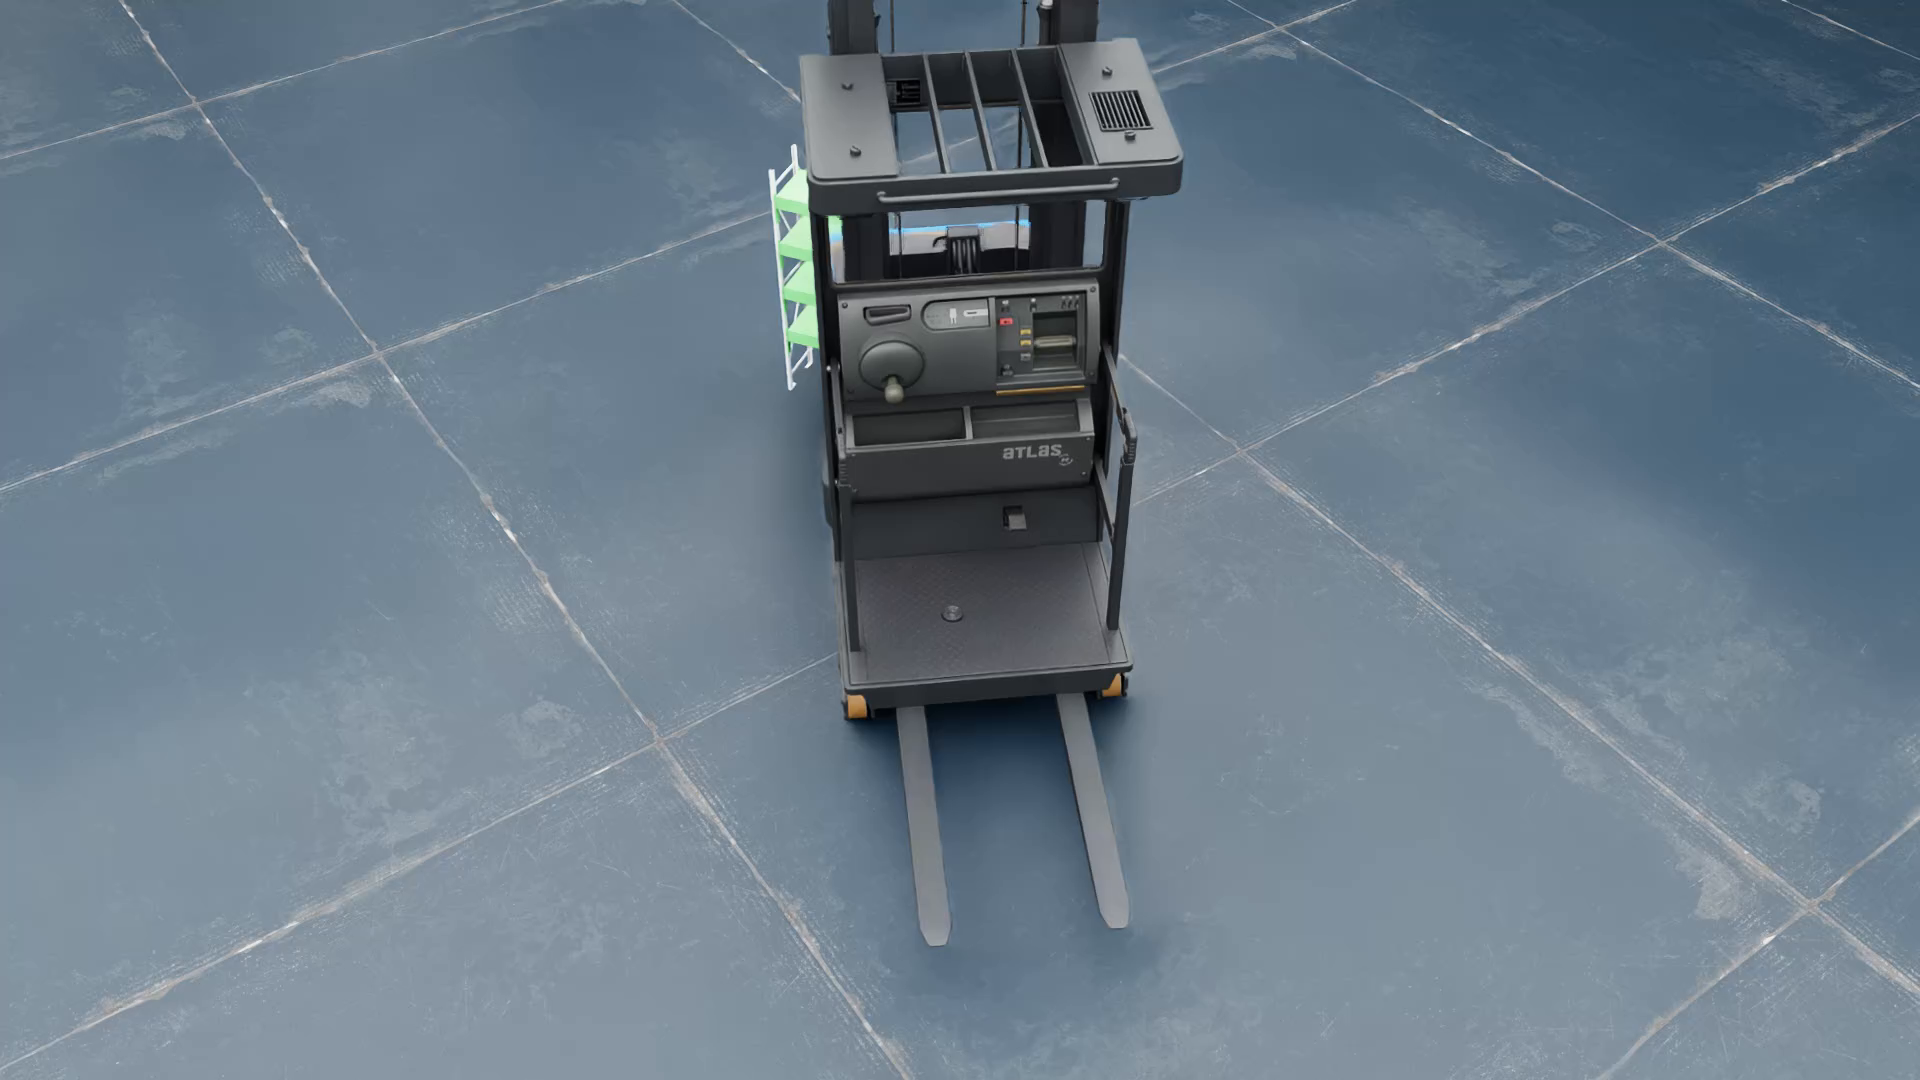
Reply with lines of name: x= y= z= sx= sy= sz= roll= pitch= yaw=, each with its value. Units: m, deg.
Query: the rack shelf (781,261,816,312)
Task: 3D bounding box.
rack shelf: x=-0.546 y=-1.122 z=7.640 sx=0.480 sy=0.148 sz=0.258 roll=16 pitch=46 yaw=16

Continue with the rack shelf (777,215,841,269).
rack shelf: x=-0.546 y=-1.296 z=7.474 sx=0.480 sy=0.148 sz=0.258 roll=16 pitch=46 yaw=16

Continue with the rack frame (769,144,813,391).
rack frame: x=-0.772 y=-1.231 z=7.662 sx=0.015 sy=1.200 sz=0.240 roll=16 pitch=46 yaw=16

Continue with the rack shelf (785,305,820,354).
rack shelf: x=-0.546 y=-0.948 z=7.806 sx=0.480 sy=0.148 sz=0.258 roll=16 pitch=46 yaw=16

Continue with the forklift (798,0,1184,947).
forklift: x=0.062 y=-0.617 z=5.764 sx=1.130 sy=2.935 sz=3.031 roll=-4 pitch=44 yaw=-5

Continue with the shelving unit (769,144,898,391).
shelving unit: x=-0.546 y=-1.168 z=7.596 sx=0.503 sy=1.200 sz=0.258 roll=16 pitch=46 yaw=16

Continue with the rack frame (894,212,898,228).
rack frame: x=-0.320 y=-1.105 z=7.530 sx=0.015 sy=1.200 sz=0.240 roll=16 pitch=46 yaw=16

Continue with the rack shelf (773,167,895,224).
rack shelf: x=-0.546 y=-1.469 z=7.309 sx=0.480 sy=0.148 sz=0.258 roll=16 pitch=46 yaw=16
